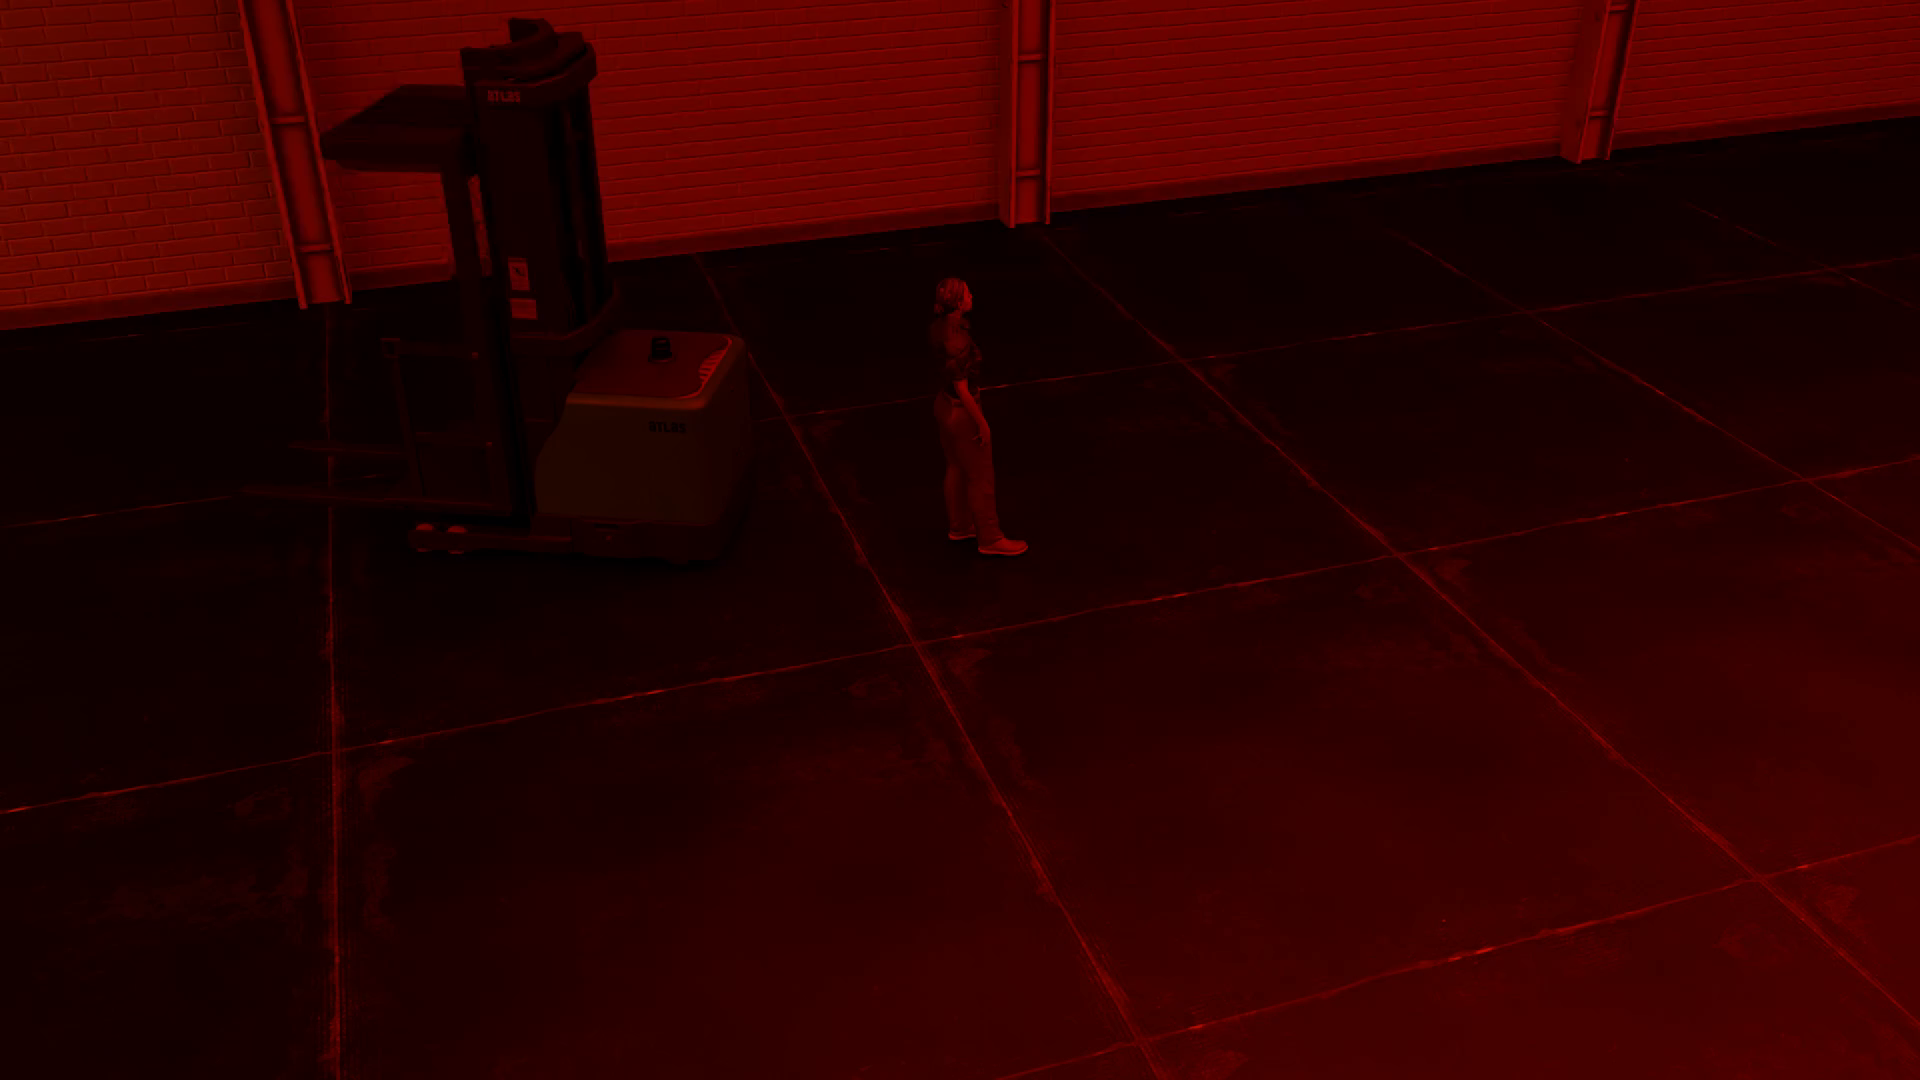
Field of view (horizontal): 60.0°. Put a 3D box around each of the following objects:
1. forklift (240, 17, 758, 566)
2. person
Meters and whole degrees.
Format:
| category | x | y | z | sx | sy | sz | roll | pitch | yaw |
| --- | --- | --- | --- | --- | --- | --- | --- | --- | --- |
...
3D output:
| category | x | y | z | sx | sy | sz | roll | pitch | yaw |
| --- | --- | --- | --- | --- | --- | --- | --- | --- | --- |
| forklift | -2.835 | -1.441 | 9.592 | 3.031 | 2.935 | 1.130 | 4 | 30 | 7 |
| person | 0.090 | -0.728 | 9.617 | 0.504 | 1.655 | 0.569 | -10 | 31 | -16 |
